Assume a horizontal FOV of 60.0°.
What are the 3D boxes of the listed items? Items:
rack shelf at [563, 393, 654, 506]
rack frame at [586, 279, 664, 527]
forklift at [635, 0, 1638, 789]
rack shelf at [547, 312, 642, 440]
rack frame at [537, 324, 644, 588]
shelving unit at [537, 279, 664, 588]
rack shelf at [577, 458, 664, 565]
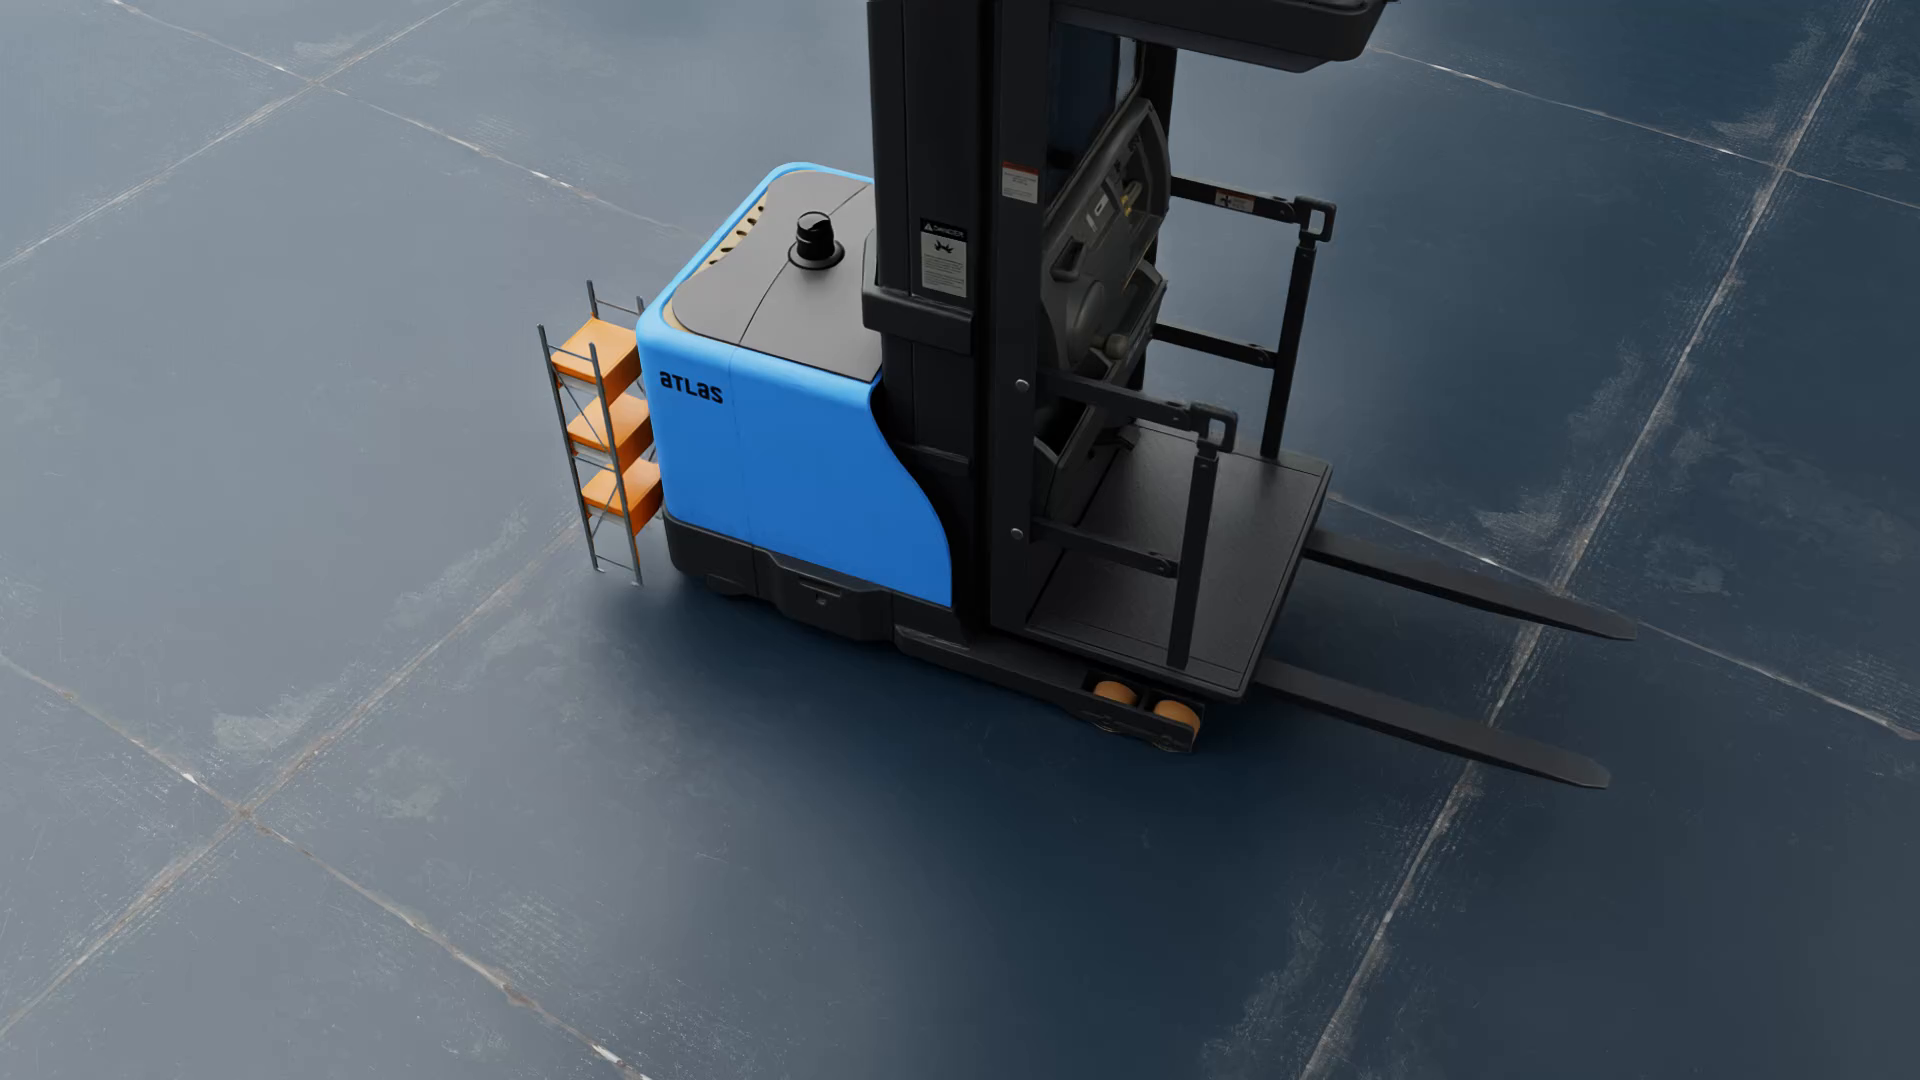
[{"bbox_3d":[-1.101,-0.309,5.333,0.215,0.259,0.240,20,49,18],"label":"rack shelf"},{"bbox_3d":[-1.047,-0.395,5.401,0.200,1.050,0.008,20,49,18],"label":"rack frame"},{"bbox_3d":[0.589,-0.805,4.489,3.031,2.935,1.130,17,48,16],"label":"forklift"},{"bbox_3d":[-1.101,-0.507,5.130,0.215,0.259,0.240,20,49,18],"label":"rack shelf"},{"bbox_3d":[-1.156,-0.238,5.249,0.200,1.050,0.008,20,49,18],"label":"rack frame"},{"bbox_3d":[-1.101,-0.316,5.325,0.215,1.050,0.252,20,49,18],"label":"shelving unit"},{"bbox_3d":[-1.101,-0.115,5.532,0.215,0.259,0.240,20,49,18],"label":"rack shelf"}]
